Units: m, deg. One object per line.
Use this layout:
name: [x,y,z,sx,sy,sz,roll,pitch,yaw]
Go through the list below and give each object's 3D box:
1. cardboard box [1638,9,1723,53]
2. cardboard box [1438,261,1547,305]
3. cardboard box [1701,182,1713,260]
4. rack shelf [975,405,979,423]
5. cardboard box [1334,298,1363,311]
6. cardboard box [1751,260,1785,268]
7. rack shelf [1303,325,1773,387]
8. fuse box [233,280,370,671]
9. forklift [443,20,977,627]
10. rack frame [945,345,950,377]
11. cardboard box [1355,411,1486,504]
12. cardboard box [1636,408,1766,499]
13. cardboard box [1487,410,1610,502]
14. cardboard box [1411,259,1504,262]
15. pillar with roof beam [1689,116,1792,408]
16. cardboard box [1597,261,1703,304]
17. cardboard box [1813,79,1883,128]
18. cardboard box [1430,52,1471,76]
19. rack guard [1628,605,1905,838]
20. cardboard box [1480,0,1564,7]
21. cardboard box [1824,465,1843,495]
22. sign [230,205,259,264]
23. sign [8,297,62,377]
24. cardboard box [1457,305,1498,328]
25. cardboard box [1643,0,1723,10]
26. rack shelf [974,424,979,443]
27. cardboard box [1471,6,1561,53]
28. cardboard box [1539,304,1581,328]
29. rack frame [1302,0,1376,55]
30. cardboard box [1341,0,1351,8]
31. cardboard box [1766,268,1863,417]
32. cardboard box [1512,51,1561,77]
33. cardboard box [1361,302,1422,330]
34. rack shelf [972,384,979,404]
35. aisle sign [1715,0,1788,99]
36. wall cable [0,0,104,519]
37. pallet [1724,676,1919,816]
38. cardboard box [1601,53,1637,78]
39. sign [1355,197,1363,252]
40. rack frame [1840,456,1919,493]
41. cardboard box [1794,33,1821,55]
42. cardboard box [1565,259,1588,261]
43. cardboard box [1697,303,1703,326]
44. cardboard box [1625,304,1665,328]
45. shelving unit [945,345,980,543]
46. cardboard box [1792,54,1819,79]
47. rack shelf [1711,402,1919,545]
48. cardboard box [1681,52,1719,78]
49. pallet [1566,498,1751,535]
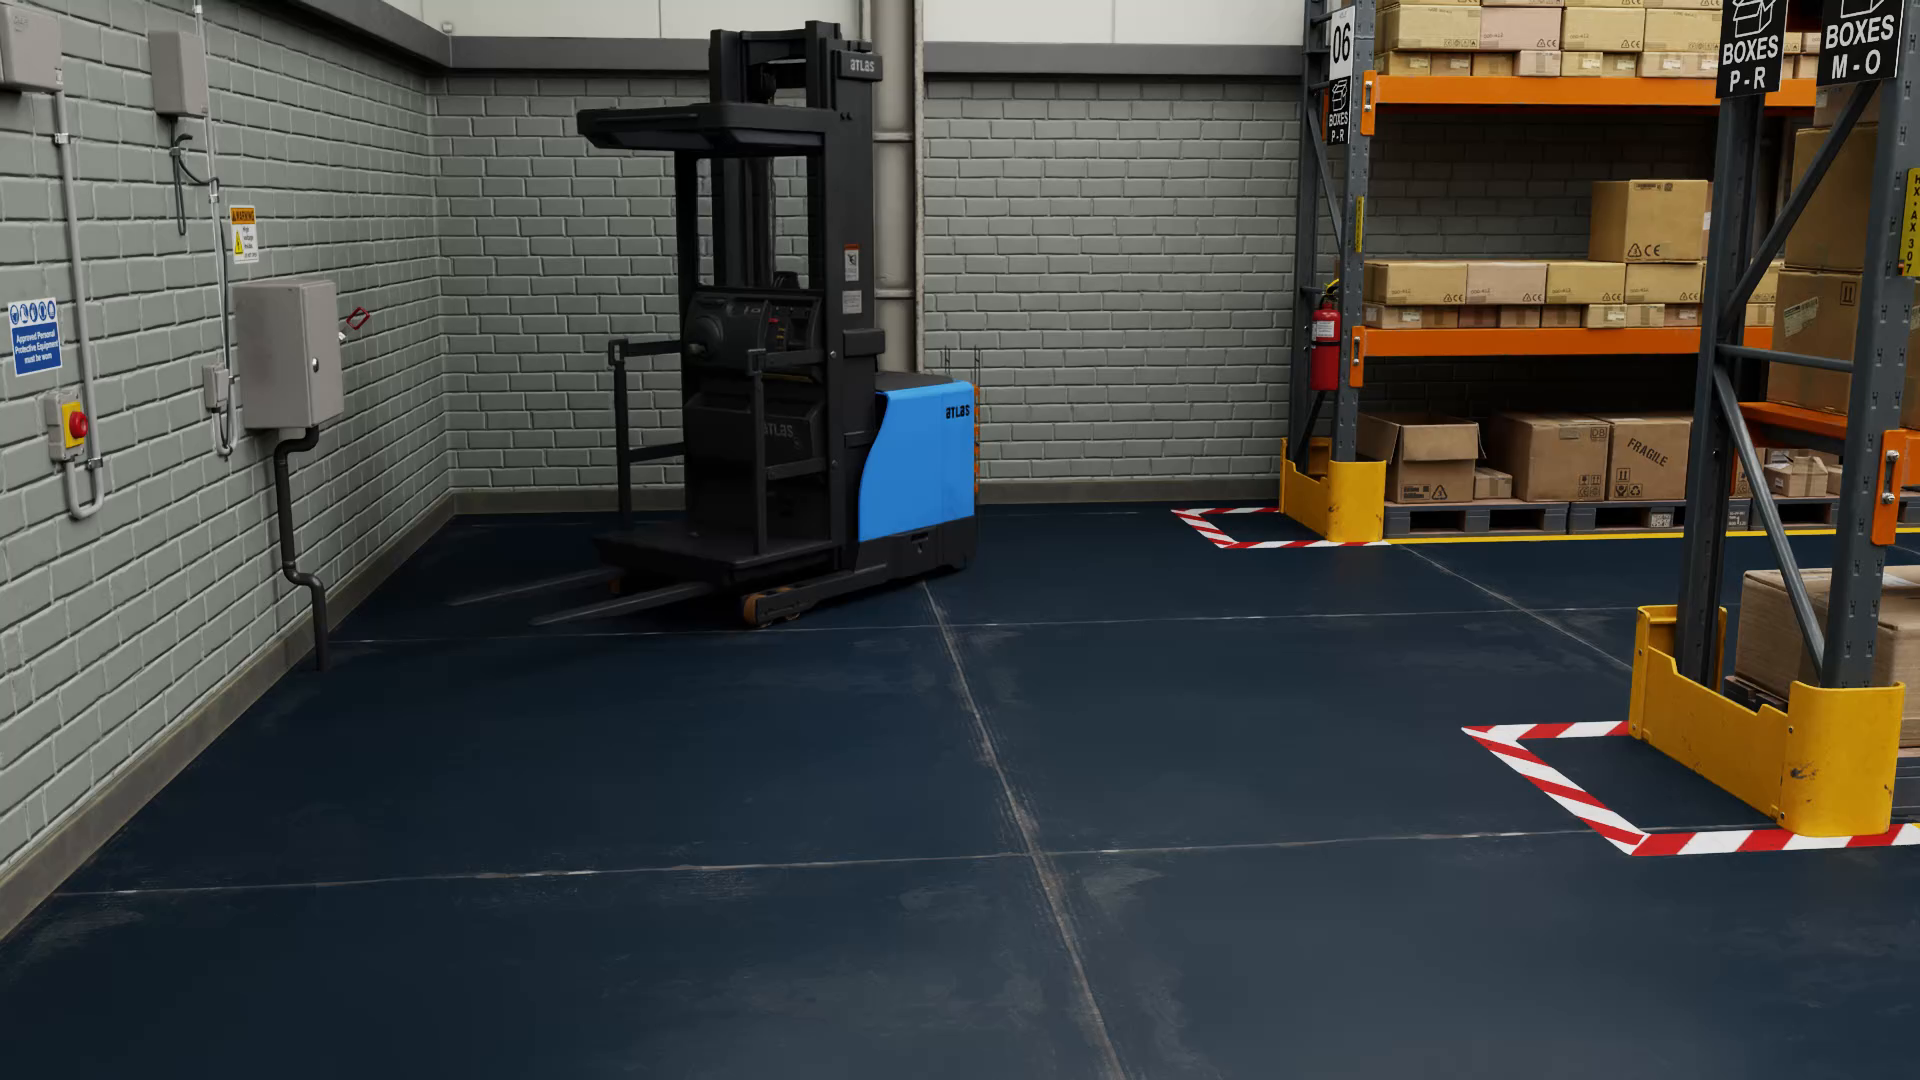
cardboard box: [4.324,-3.106,10.234,0.500,0.250,0.500,-1,11,-7]
cardboard box: [3.310,-1.608,10.388,0.500,0.250,0.500,-1,11,-5]
cardboard box: [4.796,-2.111,11.003,0.500,0.500,0.500,-2,11,-8]
rack shelf: [0.014,-0.781,10.216,0.180,0.103,0.258,-1,11,-6]
cardboard box: [2.629,-1.502,10.885,0.250,0.149,0.380,-1,11,-7]
cardboard box: [5.329,-1.652,10.614,0.500,0.250,0.500,-1,11,-6]
rack shelf: [4.317,-1.256,10.845,4.000,0.370,1.077,-1,11,-6]
fuse box: [-2.817,-0.267,7.291,0.414,1.711,0.539,-1,11,-6]
forklift: [-1.205,-1.115,8.441,1.130,2.935,3.031,9,14,37]
rack frame: [-0.077,-0.587,10.244,0.006,1.200,0.240,-1,11,-6]
cardboard box: [2.947,-0.543,10.736,0.637,0.503,0.797,-2,11,-8]
cardboard box: [4.833,-0.573,10.899,0.500,0.500,0.700,-2,11,-8]
cardboard box: [3.801,-0.552,10.789,0.500,0.500,0.700,-1,11,-4]
cardboard box: [3.270,-1.711,10.911,0.500,0.250,0.500,-1,11,-6]
pillar with roof beam: [5.980,-3.927,7.015,0.400,9.000,9.100,-1,11,-6]
cardboard box: [4.319,-1.634,10.520,0.500,0.250,0.500,-1,11,-8]
cardboard box: [3.203,-1.519,5.787,0.250,0.149,0.380,-1,11,-5]
cardboard box: [2.928,-2.888,10.159,0.250,0.149,0.380,-1,11,-5]
rack guard: [2.844,0.612,5.961,0.348,0.500,1.175,-1,11,-6]
cardboard box: [3.304,-3.325,10.049,0.500,0.250,0.500,-1,11,-6]
cardboard box: [5.783,-0.390,10.877,0.250,0.149,0.380,-2,11,-8]
sign: [-3.017,-1.290,7.011,0.001,0.242,0.339,-1,11,-6]
sign: [-2.791,-0.615,5.022,0.001,0.218,0.327,-1,11,-6]
cardboard box: [3.190,-1.424,10.489,0.250,0.149,0.380,-1,11,-7]
cardboard box: [4.308,-3.350,10.180,0.500,0.250,0.500,-1,11,-5]
rack shelf: [0.014,-0.663,10.239,0.180,0.103,0.258,-1,11,-6]
cardboard box: [3.302,-3.083,10.114,0.500,0.250,0.500,-1,11,-5]
cardboard box: [3.711,-1.425,10.490,0.250,0.149,0.380,-1,11,-5]
rack frame: [2.328,-4.511,9.985,0.127,3.000,1.000,-1,11,-6]
cardboard box: [2.740,-3.419,10.531,0.500,0.250,0.500,-2,11,-8]
cardboard box: [3.319,-0.725,6.022,0.500,0.500,0.500,-1,11,-6]
cardboard box: [3.444,-2.876,10.095,0.250,0.149,0.380,-1,11,-5]
cardboard box: [2.685,-1.398,10.355,0.250,0.149,0.380,-1,11,-7]
rack shelf: [0.014,-0.899,10.193,0.180,0.103,0.258,-1,11,-6]
aisle sign: [2.763,-1.949,5.766,0.004,0.787,0.394,-1,11,-6]
wall cable: [-2.735,-1.007,5.001,0.123,1.953,0.585,-1,11,-6]
pallet: [3.655,0.721,6.152,1.213,0.211,1.003,-1,11,-6]
cardboard box: [3.943,-2.900,10.217,0.250,0.149,0.380,-1,11,-7]
sign: [2.387,-1.888,9.951,0.005,0.325,0.100,-1,11,-6]
rack frame: [6.305,-1.651,10.988,0.127,3.000,1.000,-1,11,-6]
cardboard box: [5.337,-3.124,10.323,0.500,0.250,0.500,-2,11,-8]
cardboard box: [4.282,-1.731,11.014,0.500,0.250,0.500,-1,11,-6]
cardboard box: [4.720,-1.458,10.658,0.250,0.149,0.380,-1,11,-5]
cardboard box: [4.230,-1.425,10.491,0.250,0.149,0.380,-1,11,-5]
shelving unit: [0.014,-0.589,10.254,0.189,1.200,0.258,-1,11,-6]
cardboard box: [5.223,-2.922,10.332,0.250,0.149,0.380,-1,11,-6]
rack shelf: [4.856,-0.304,6.003,4.000,0.370,1.077,-1,11,-6]
cardboard box: [4.452,-2.897,10.204,0.250,0.149,0.380,-1,11,-5]
pallet: [4.406,-0.242,11.052,1.213,0.211,1.003,-1,11,-6]
